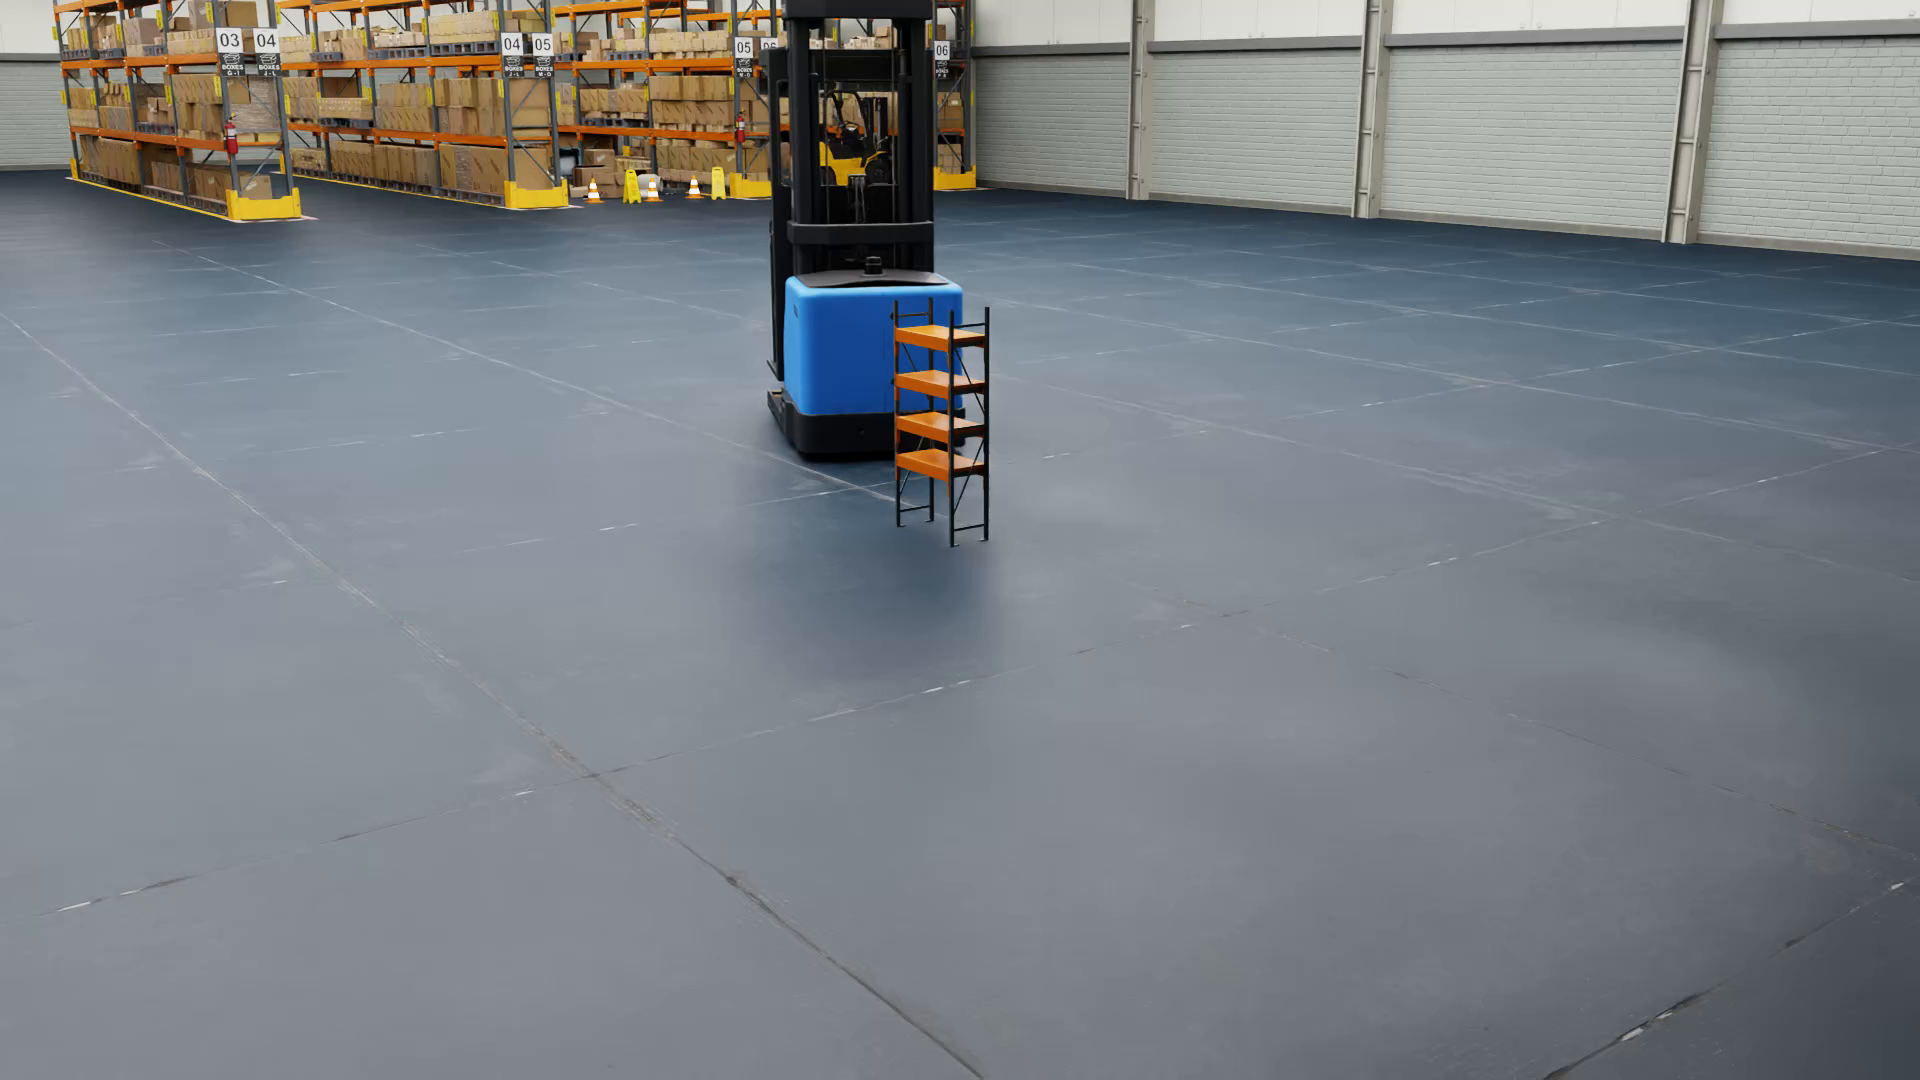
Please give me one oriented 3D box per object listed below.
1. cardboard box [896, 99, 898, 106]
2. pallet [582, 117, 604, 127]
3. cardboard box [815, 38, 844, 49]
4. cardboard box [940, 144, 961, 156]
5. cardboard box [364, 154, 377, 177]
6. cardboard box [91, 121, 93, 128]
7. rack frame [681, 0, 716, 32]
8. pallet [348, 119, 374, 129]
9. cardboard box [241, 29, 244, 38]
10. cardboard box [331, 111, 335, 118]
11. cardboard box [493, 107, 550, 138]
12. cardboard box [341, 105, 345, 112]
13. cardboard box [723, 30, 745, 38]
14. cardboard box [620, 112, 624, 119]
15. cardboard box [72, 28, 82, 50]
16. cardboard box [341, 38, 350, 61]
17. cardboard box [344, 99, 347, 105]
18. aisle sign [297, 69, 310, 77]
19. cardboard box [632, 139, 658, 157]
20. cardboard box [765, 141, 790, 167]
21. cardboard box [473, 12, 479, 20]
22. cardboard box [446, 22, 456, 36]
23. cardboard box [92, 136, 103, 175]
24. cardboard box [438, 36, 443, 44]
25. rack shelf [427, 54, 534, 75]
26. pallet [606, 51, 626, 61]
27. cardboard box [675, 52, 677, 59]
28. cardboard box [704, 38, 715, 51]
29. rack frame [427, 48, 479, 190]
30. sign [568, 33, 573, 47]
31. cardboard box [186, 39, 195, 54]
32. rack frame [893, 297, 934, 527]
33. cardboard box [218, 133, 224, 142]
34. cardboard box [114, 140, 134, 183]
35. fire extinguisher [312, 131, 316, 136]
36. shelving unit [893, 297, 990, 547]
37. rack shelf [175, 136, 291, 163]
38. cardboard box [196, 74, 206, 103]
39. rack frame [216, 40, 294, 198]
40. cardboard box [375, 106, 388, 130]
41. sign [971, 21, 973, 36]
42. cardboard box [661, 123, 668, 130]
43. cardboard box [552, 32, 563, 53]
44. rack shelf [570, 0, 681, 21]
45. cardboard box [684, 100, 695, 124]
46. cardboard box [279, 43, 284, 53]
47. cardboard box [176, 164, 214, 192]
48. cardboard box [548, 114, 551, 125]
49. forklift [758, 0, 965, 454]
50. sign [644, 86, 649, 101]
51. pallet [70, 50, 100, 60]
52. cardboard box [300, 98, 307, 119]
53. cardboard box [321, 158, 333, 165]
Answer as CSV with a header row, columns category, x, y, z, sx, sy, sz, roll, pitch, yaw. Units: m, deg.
category,x,y,z,sx,sy,sz,roll,pitch,yaw
cardboard box,-1.237,-10.043,38.171,0.380,0.149,0.250,-12,19,-36
pallet,-8.409,-10.141,40.311,1.213,0.211,1.003,-11,19,-35
cardboard box,-3.172,-12.058,40.452,0.500,0.311,0.500,-12,19,-36
cardboard box,-0.327,-8.923,38.015,0.500,0.250,0.500,-11,19,-35
cardboard box,-13.457,-8.676,38.535,0.500,0.500,0.500,-11,19,-35
cardboard box,-20.029,-9.688,38.768,0.380,0.149,0.250,-11,19,-35
rack frame,-7.253,-14.889,45.928,1.000,3.000,0.127,-11,19,-35
pallet,-13.364,-9.623,38.416,1.213,0.211,1.003,-11,19,-35
cardboard box,-12.524,-8.890,29.221,0.380,0.149,0.250,-11,19,-36
cardboard box,-14.743,-10.139,39.620,0.380,0.149,0.250,-12,19,-37
cardboard box,-8.410,-8.016,31.897,0.875,0.550,0.550,-11,19,-35
cardboard box,-14.278,-10.114,38.966,0.380,0.149,0.250,-10,18,-33
cardboard box,-4.648,-10.398,34.168,0.380,0.149,0.250,-11,19,-34
cardboard box,-7.676,-9.884,38.687,0.380,0.149,0.250,-11,19,-35
cardboard box,-20.708,-11.941,39.666,0.700,0.500,0.500,-12,20,-38
cardboard box,-13.995,-11.369,38.562,0.500,0.500,0.500,-11,19,-35
cardboard box,-14.115,-10.200,38.716,0.380,0.149,0.250,-11,19,-35
aisle sign,-17.363,-12.604,44.020,0.394,0.787,0.004,-11,19,-35
cardboard box,-9.322,-11.702,49.583,0.797,0.503,0.637,-12,19,-37
cardboard box,-4.546,-10.063,43.362,0.875,0.625,0.625,-10,18,-33
cardboard box,-9.077,-10.015,31.784,0.380,0.149,0.250,-10,18,-34
cardboard box,-9.851,-10.131,32.964,0.500,0.250,0.500,-11,19,-35
cardboard box,-20.135,-9.209,39.769,0.875,0.875,0.875,-11,19,-35
cardboard box,-10.269,-10.063,33.469,0.380,0.149,0.250,-11,19,-35
rack shelf,-9.331,-9.398,32.913,1.077,0.370,4.000,-11,19,-35
pallet,-7.452,-11.241,38.638,1.213,0.211,1.003,-11,19,-35
cardboard box,-5.970,-10.518,36.116,0.380,0.149,0.250,-12,19,-36
cardboard box,-5.013,-10.356,34.771,0.500,0.250,0.500,-11,19,-35
rack frame,-10.507,-8.725,34.774,1.000,3.000,0.127,-11,19,-35
sign,-9.368,-12.019,39.998,0.100,0.325,0.005,-11,19,-35
cardboard box,-13.606,-8.885,29.957,0.500,0.250,0.500,-11,19,-35
rack frame,-0.241,-0.666,8.737,0.240,1.200,0.015,-11,19,-35
cardboard box,-12.896,-7.130,29.419,0.380,0.149,0.250,-11,19,-35
cardboard box,-17.837,-8.351,36.636,1.225,0.875,0.875,-11,19,-34
fire extinguisher,-17.337,-11.196,44.654,0.296,0.674,0.183,-11,19,-35
shelving unit,-0.097,-0.614,8.547,0.258,1.200,0.503,-11,19,-35
rack shelf,-13.402,-7.203,30.575,1.077,0.370,4.000,-11,19,-35
cardboard box,-13.340,-8.089,29.802,0.500,0.500,0.500,-11,19,-35
rack frame,-12.227,-7.123,28.919,1.000,3.000,0.127,-11,19,-35
cardboard box,-12.813,-9.490,37.378,0.500,0.500,0.500,-11,19,-34
sign,0.255,-11.424,37.146,0.100,0.325,0.005,-11,19,-35
cardboard box,-6.446,-9.231,37.098,0.380,0.149,0.250,-10,18,-33
cardboard box,-9.650,-12.249,40.981,0.700,0.500,0.500,-12,19,-37
rack shelf,-7.738,-12.296,38.576,1.077,0.370,4.000,-11,19,-35
cardboard box,-5.617,-9.252,35.946,0.500,0.500,0.500,-11,19,-34
cardboard box,-17.207,-12.658,42.798,0.500,0.250,0.500,-11,19,-35
cardboard box,-15.187,-7.223,33.186,0.700,0.500,0.500,-11,19,-35
cardboard box,-10.018,-10.582,41.840,0.500,0.250,0.500,-11,19,-35
forklift,-0.770,-2.292,11.397,1.130,2.935,3.031,-3,16,-11
sign,-7.009,-9.987,37.190,0.100,0.325,0.005,-11,19,-35
pallet,-20.468,-11.526,39.493,1.003,0.211,1.213,-11,19,-35
cardboard box,-16.319,-10.902,41.975,0.500,0.500,0.500,-11,19,-35
cardboard box,-15.653,-9.423,41.363,0.380,0.149,0.250,-10,18,-33
